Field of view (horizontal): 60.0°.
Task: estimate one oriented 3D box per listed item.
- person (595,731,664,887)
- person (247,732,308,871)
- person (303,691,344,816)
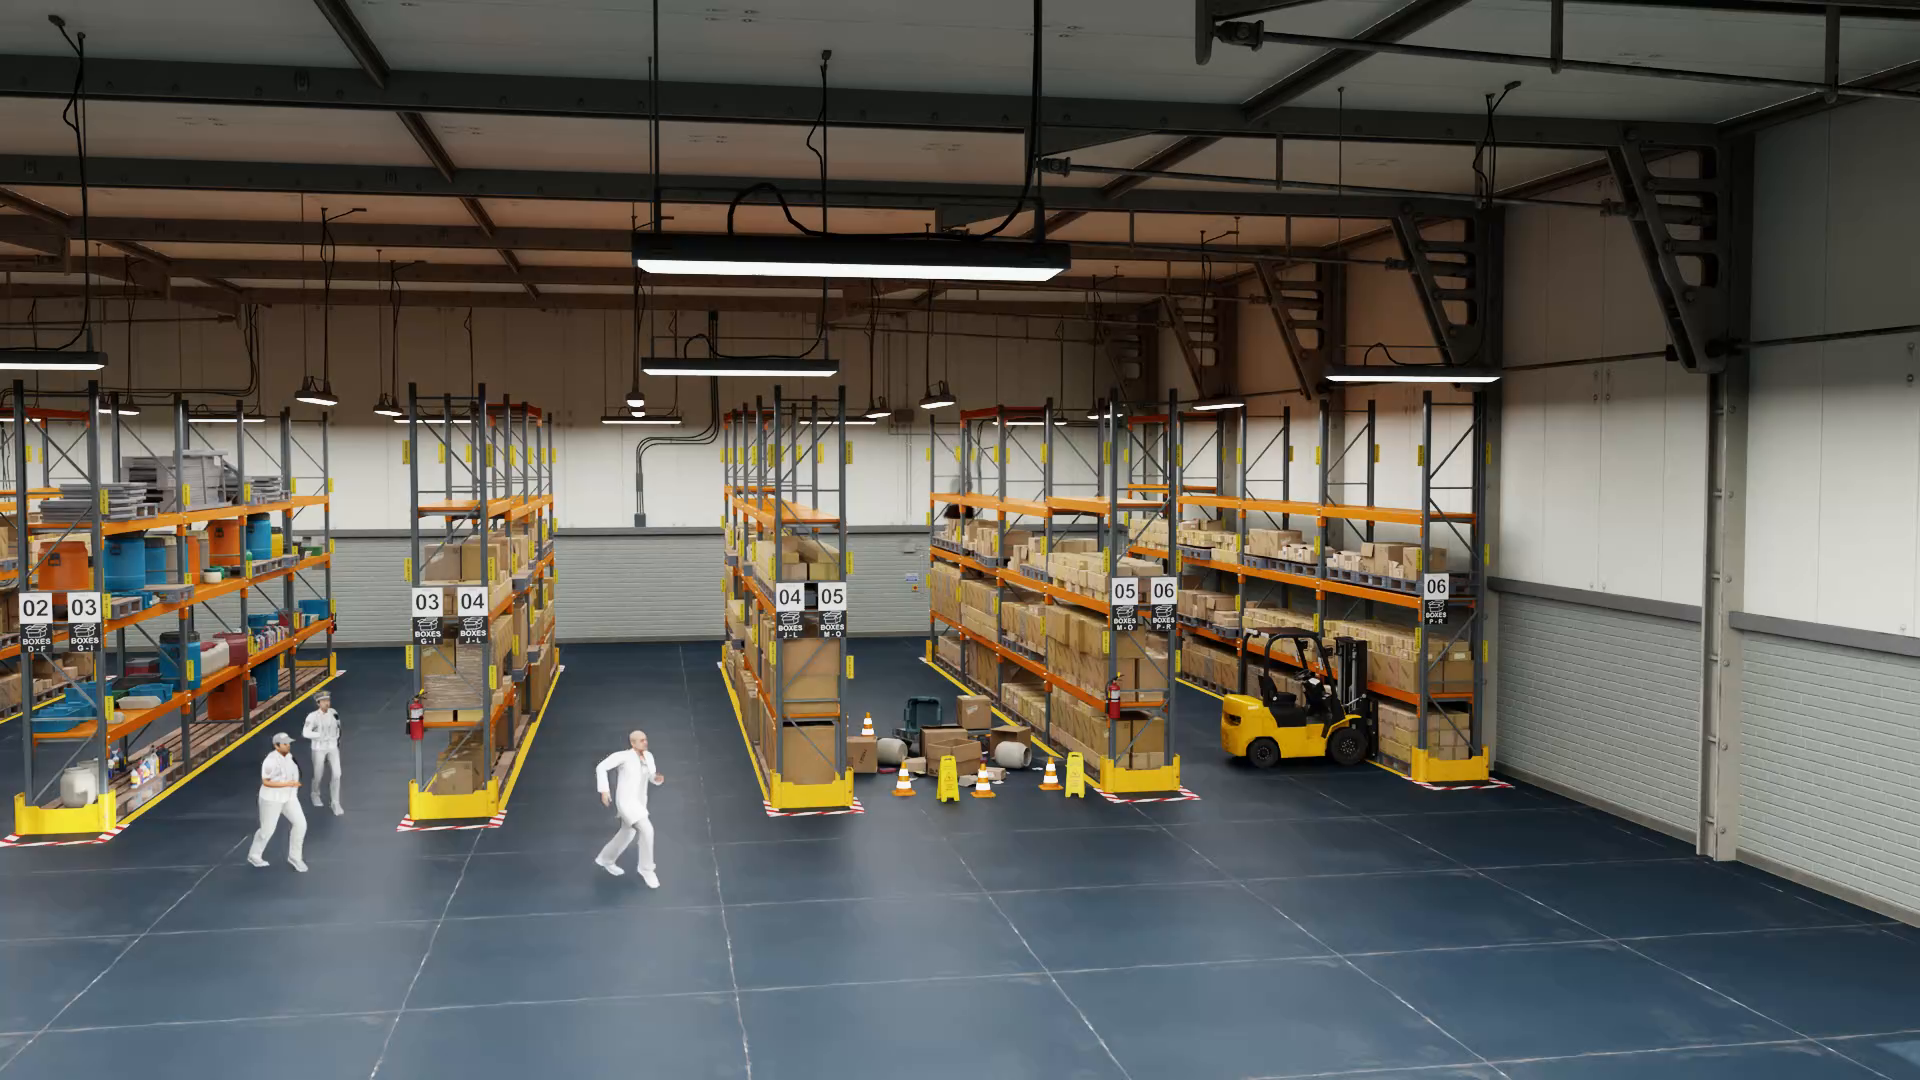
[{"bbox_3d":[-3.892,3.137,19.489,0.939,1.831,0.741,1,3,26],"label":"person"},{"bbox_3d":[-8.216,3.167,20.024,0.809,1.715,0.547,1,3,23],"label":"person"},{"bbox_3d":[-8.926,2.968,23.312,0.598,1.743,0.779,-2,4,-38],"label":"person"}]
